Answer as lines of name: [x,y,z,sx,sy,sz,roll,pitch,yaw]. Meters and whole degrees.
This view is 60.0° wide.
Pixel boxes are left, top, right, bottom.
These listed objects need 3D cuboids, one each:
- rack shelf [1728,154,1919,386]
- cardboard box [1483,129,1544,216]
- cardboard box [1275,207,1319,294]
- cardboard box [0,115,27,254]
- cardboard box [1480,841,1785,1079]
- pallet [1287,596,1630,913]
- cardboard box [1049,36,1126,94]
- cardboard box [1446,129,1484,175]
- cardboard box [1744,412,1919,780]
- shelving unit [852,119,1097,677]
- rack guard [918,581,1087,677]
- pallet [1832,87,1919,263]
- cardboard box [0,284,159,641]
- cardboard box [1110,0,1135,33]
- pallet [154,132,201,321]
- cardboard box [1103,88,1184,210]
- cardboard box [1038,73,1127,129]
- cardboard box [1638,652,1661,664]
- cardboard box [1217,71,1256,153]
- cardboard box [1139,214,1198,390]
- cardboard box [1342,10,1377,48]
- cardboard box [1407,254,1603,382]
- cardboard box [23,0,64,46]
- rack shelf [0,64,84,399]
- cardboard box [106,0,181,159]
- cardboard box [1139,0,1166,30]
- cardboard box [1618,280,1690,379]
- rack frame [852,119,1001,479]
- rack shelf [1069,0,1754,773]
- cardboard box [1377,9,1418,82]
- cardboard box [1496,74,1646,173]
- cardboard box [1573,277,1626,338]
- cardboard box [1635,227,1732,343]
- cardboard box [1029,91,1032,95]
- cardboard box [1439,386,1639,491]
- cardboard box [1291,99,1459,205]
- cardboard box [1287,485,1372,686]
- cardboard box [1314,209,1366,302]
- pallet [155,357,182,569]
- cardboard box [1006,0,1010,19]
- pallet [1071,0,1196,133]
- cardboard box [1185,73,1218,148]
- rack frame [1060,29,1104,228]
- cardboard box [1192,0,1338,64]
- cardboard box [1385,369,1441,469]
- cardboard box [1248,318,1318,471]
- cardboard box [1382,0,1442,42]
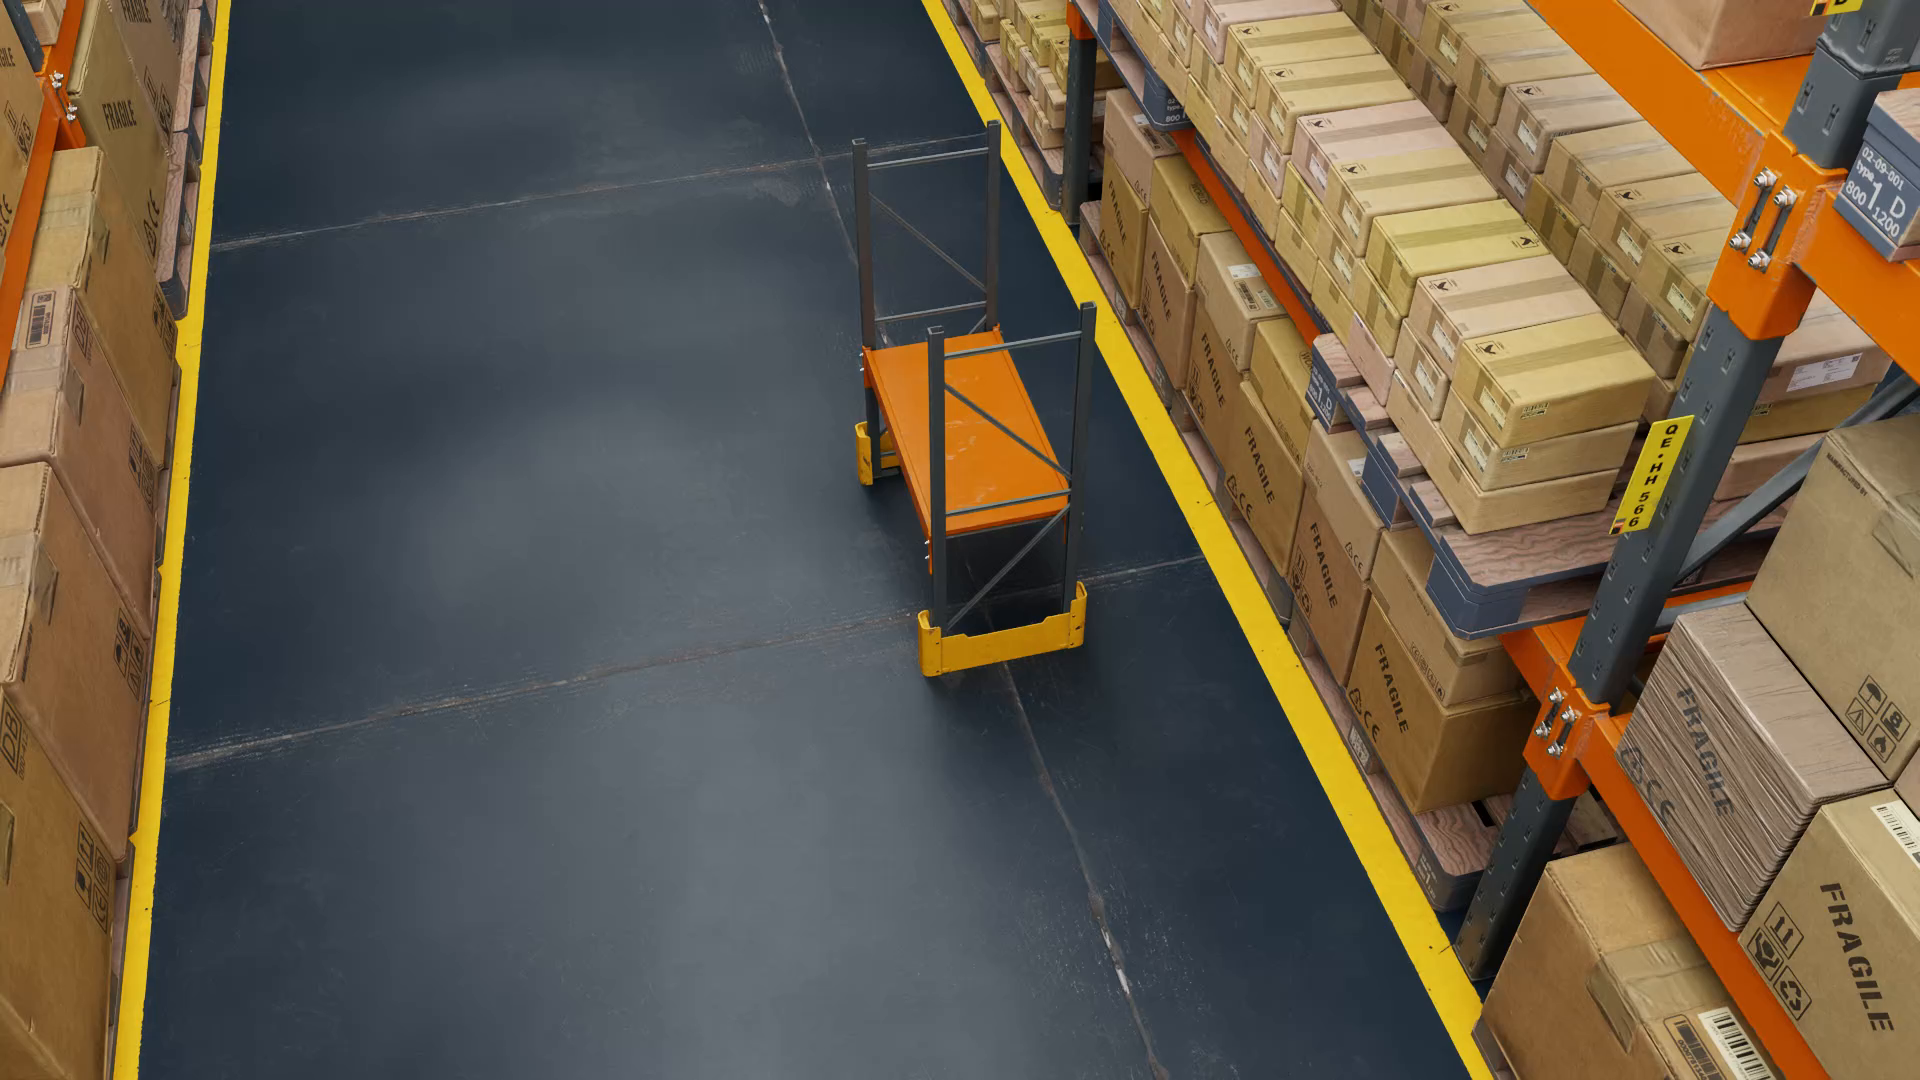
rack shelf: [2.501,0.720,1.847,1.077,0.370,4.000,-11,47,-10]
cardboard box: [1.789,-1.113,4.914,0.380,0.149,0.250,-11,47,-10]
cardboard box: [1.160,-0.885,4.899,0.380,0.149,0.250,-13,47,-12]
cardboard box: [-3.352,-1.206,5.262,0.500,0.500,0.500,-9,46,-9]
cardboard box: [2.058,1.215,4.240,1.050,0.750,0.750,-11,47,-11]
pallet: [1.790,0.574,5.540,1.003,0.211,1.213,-11,47,-10]
cardboard box: [0.622,-2.179,7.571,0.380,0.149,0.250,-9,46,-9]
cardboard box: [1.728,-1.182,5.190,0.380,0.149,0.250,-10,46,-10]
cardboard box: [2.094,0.065,3.316,0.700,0.500,0.500,-11,47,-11]
shelving unit: [0.020,-0.472,5.663,0.587,1.500,1.083,-11,47,-10]
rack guard: [0.147,0.309,5.772,0.587,0.250,0.087,-11,47,-10]
pallet: [2.205,-0.411,2.585,1.213,0.211,1.003,-9,46,-8]
cardboard box: [-3.443,-0.135,5.476,1.225,0.875,0.875,-12,47,-12]
cardboard box: [0.758,-1.963,5.956,0.380,0.149,0.250,-10,46,-10]
pallet: [-3.975,-1.350,7.425,1.003,0.211,1.213,-11,47,-10]
cardboard box: [0.899,-1.600,6.649,0.500,0.250,0.500,-13,47,-12]
cardboard box: [0.577,-2.036,7.639,0.380,0.149,0.250,-10,46,-10]
cardboard box: [2.047,0.083,5.000,0.500,0.250,0.500,-13,47,-12]
cardboard box: [1.024,-1.352,5.148,0.380,0.149,0.250,-12,47,-11]
cardboard box: [1.035,-0.972,6.559,0.500,0.500,0.500,-9,46,-9]
cardboard box: [1.528,-1.729,5.726,0.380,0.149,0.250,-13,47,-12]
cardboard box: [1.358,-0.558,4.162,0.380,0.149,0.250,-11,47,-11]
cardboard box: [-3.610,-1.964,6.250,0.380,0.149,0.250,-11,47,-10]
rack shelf: [-3.343,-0.154,4.805,1.077,0.370,4.000,-11,47,-10]
cardboard box: [-4.177,-2.282,7.580,0.875,0.875,0.875,-11,47,-10]
cardboard box: [0.823,-1.895,5.680,0.380,0.149,0.250,-13,47,-12]
cardboard box: [1.988,-0.583,4.394,0.380,0.149,0.250,-9,46,-8]
rack frame: [-0.108,-0.817,6.001,0.500,1.500,0.032,-11,47,-10]
rack shelf: [1.477,-0.991,5.625,1.077,0.370,4.000,-11,47,-10]
cardboard box: [1.599,-1.639,5.430,0.380,0.149,0.250,-11,47,-10]
cardboard box: [1.790,-1.209,4.800,0.380,0.149,0.250,-9,46,-8]
cardboard box: [1.932,-0.639,4.657,0.380,0.149,0.250,-9,46,-8]
cardboard box: [1.987,-0.669,4.271,0.380,0.149,0.250,-12,47,-11]
cardboard box: [0.550,-2.176,7.984,0.380,0.149,0.250,-10,46,-9]
cardboard box: [1.422,-0.283,4.101,0.380,0.149,0.250,-10,46,-9]
cardboard box: [1.163,-1.090,4.683,0.380,0.149,0.250,-11,47,-10]
cardboard box: [1.439,0.100,5.508,0.500,0.500,0.500,-9,46,-9]
cardboard box: [1.219,-0.821,4.628,0.380,0.149,0.250,-11,47,-10]
pallet: [-3.585,-0.292,6.388,1.003,0.211,1.213,-11,47,-10]
cardboard box: [0.441,-2.594,8.186,0.380,0.149,0.250,-10,46,-10]
pallet: [1.020,-2.002,6.247,1.003,0.211,1.213,-11,47,-10]
cardboard box: [0.961,-1.426,5.429,0.380,0.149,0.250,-11,47,-11]
rack frame: [0.965,-2.624,6.721,1.000,3.000,0.127,-11,47,-10]
cardboard box: [0.953,-1.643,5.225,0.380,0.149,0.250,-9,46,-9]
cardboard box: [1.357,-0.350,4.374,0.380,0.149,0.250,-11,47,-10]
cardboard box: [1.306,-0.521,5.592,0.500,0.250,0.500,-10,46,-9]
cardboard box: [1.589,-1.750,5.330,0.380,0.149,0.250,-13,47,-12]
